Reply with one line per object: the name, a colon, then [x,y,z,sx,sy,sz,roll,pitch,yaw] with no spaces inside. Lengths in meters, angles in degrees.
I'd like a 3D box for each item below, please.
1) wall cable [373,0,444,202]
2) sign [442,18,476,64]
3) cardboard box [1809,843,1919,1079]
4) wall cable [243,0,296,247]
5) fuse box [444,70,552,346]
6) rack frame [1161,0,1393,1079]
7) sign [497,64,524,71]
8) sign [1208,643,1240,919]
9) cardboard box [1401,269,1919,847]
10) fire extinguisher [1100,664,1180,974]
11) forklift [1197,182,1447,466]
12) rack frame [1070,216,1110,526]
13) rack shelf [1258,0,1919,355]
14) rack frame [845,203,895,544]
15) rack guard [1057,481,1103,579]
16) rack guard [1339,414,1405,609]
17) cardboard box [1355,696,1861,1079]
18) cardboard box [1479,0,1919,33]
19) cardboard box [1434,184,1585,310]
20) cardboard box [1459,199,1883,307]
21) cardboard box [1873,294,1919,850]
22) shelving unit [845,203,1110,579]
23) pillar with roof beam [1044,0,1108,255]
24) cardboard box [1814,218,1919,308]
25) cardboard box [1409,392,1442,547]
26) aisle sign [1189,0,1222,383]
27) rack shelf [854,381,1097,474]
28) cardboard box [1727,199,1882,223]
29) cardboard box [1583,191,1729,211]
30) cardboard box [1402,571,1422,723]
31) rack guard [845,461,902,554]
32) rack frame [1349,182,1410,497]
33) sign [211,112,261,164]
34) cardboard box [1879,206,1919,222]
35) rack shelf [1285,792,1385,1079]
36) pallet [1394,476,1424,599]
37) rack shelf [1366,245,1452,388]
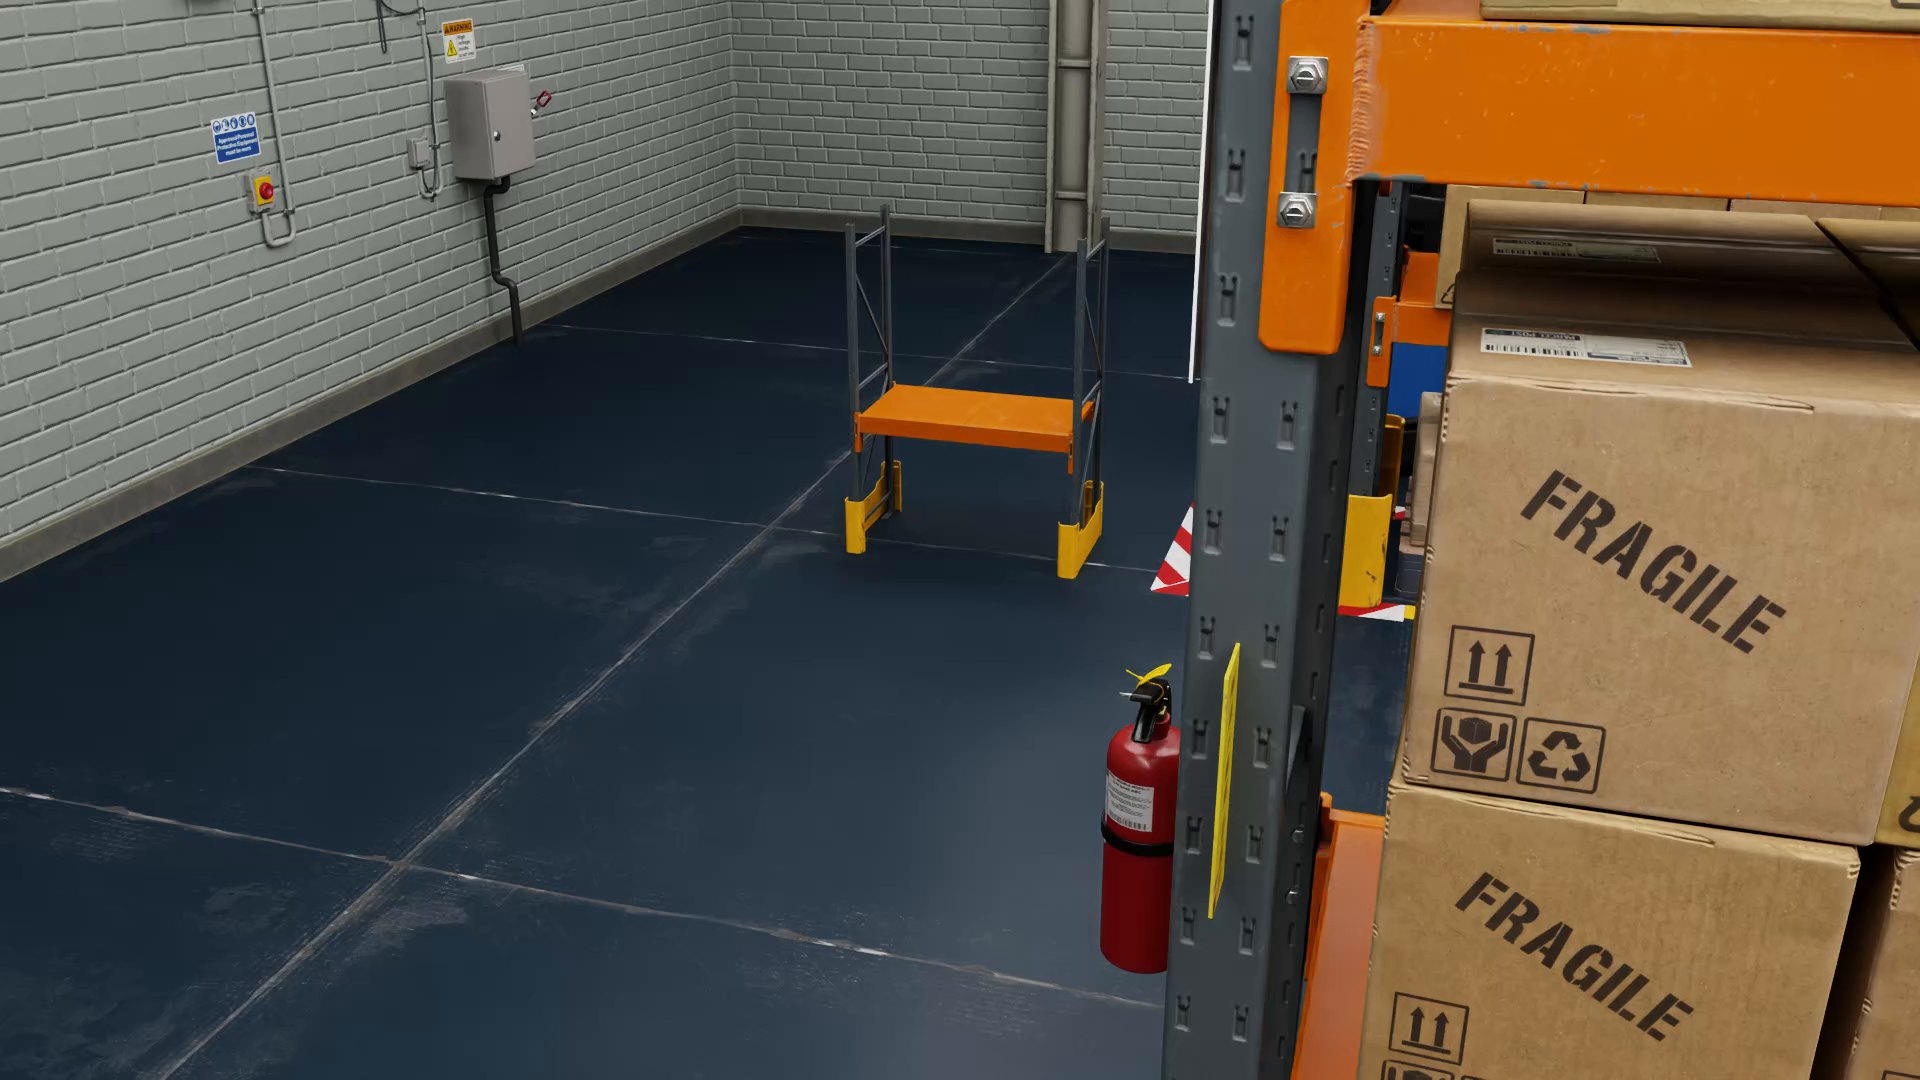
wall cable: [-3.203,-2.915,9.585,0.122,1.984,0.588,7,23,16]
sign: [-3.069,-3.060,10.190,0.001,0.242,0.339,7,23,16]
cardboard box: [1.341,0.506,2.061,0.500,0.500,0.500,7,23,16]
wall cable: [-3.601,-2.413,8.320,0.123,1.953,0.585,7,23,16]
fuse box: [-2.855,-2.080,10.585,0.414,1.711,0.539,7,23,16]
rack frame: [0.470,0.492,2.618,0.053,2.616,0.949,7,23,16]
sign: [-2.910,-2.834,10.851,0.001,0.494,0.329,7,23,16]
sign: [0.314,0.287,1.976,0.005,0.325,0.100,7,23,16]
cardboard box: [0.824,-0.010,2.001,0.500,0.500,0.500,6,23,15]
fire extinguisher: [0.363,0.504,3.183,0.183,0.674,0.296,7,23,16]
forklift: [2.884,-1.978,8.730,3.031,2.935,1.130,-8,24,-18]
rack frame: [0.568,-0.629,7.327,0.032,1.500,0.500,7,23,16]
rack shelf: [2.386,-0.345,1.654,4.000,0.370,1.077,7,23,16]
rack frame: [-0.405,-0.740,7.598,0.032,1.500,0.500,7,23,16]
rack guard: [0.550,-0.053,7.569,0.087,0.250,0.587,7,23,16]
rack guard: [1.781,-0.165,7.514,0.348,0.500,1.175,7,23,16]
cardboard box: [0.821,0.456,2.181,0.500,0.500,0.500,8,24,18]
cardboard box: [0.827,-0.686,1.734,0.500,0.250,0.500,7,23,17]
cardboard box: [2.181,-1.208,6.631,0.500,0.500,0.500,6,23,15]
cardboard box: [0.981,-0.196,2.454,0.500,0.500,0.500,6,23,14]
cardboard box: [1.309,0.043,1.872,0.500,0.500,0.500,7,23,17]
shelving unit: [0.073,-0.686,7.465,1.083,1.500,0.587,7,23,16]
pillar with roof beam: [-0.330,-4.957,7.998,0.400,9.000,9.100,7,23,16]
cardboard box: [1.466,-0.140,2.319,0.500,0.500,0.500,6,23,14]
cardboard box: [2.465,-0.292,7.351,0.875,0.438,0.875,6,23,14]
aisle sign: [0.314,-0.611,1.882,0.004,0.787,0.394,7,23,16]
rack shelf: [0.082,-0.518,7.531,1.000,0.185,0.538,7,23,16]
cardboard box: [3.155,-1.101,6.369,0.500,0.500,0.500,6,23,15]
cardboard box: [2.673,-1.163,6.521,0.500,0.500,0.500,6,23,15]
cardboard box: [0.975,0.263,2.654,0.500,0.500,0.500,7,23,17]
rack guard: [-0.404,-0.162,7.835,0.087,0.250,0.587,7,23,16]
rack frame: [1.804,-1.319,7.033,0.127,3.000,1.000,7,23,16]
sign: [-3.674,-2.043,8.441,0.001,0.218,0.327,7,23,16]
cardboard box: [3.639,-1.052,6.250,0.500,0.500,0.500,7,23,17]
rack shelf: [2.386,1.043,2.223,4.000,0.370,1.077,7,23,16]
pallet: [2.592,0.031,7.418,1.213,0.211,1.003,7,23,16]
rack shelf: [3.719,-0.767,6.635,4.000,0.370,1.077,7,23,16]
